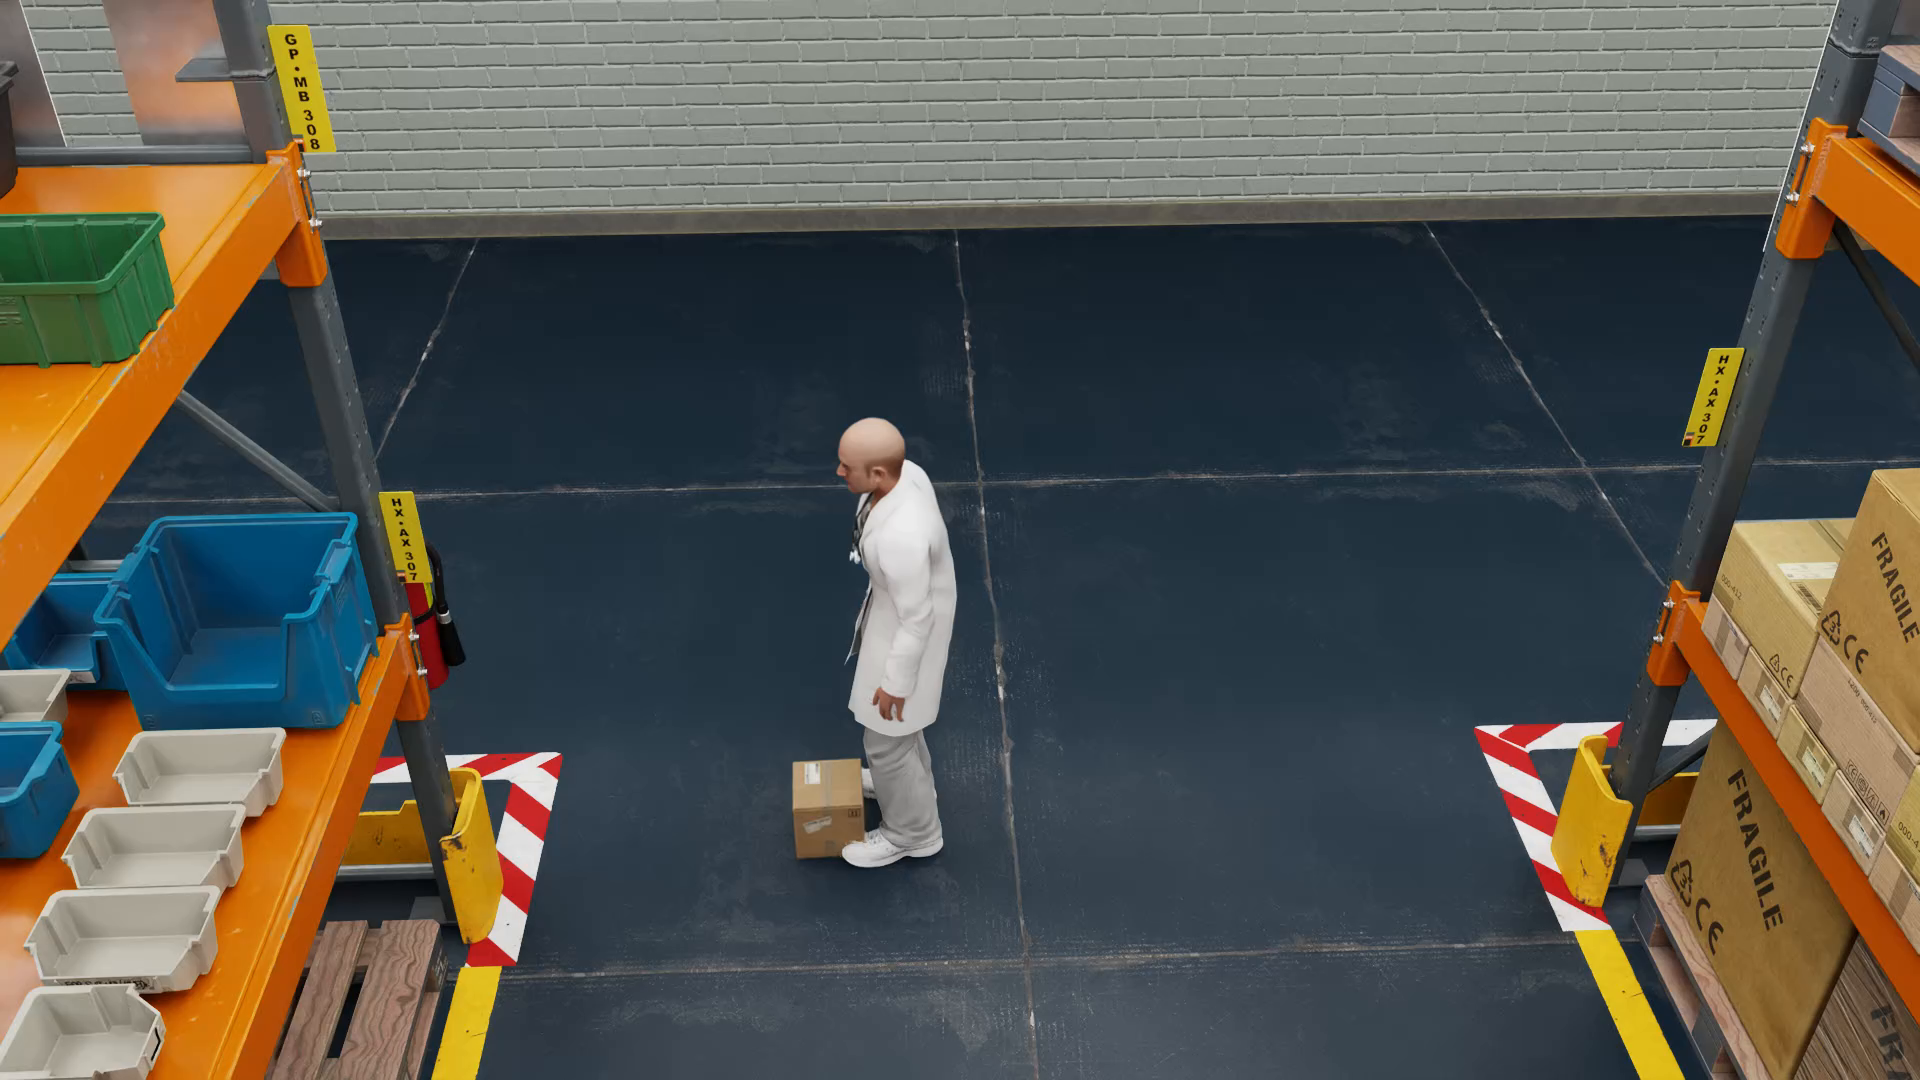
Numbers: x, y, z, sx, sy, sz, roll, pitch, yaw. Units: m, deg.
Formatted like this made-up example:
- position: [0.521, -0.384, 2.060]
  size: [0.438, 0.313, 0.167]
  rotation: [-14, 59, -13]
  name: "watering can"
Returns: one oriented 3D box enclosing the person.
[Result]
- position: [-0.227, 0.360, 5.669]
  size: [0.427, 1.739, 0.635]
  rotation: [-3, 35, -4]
  name: "person"
